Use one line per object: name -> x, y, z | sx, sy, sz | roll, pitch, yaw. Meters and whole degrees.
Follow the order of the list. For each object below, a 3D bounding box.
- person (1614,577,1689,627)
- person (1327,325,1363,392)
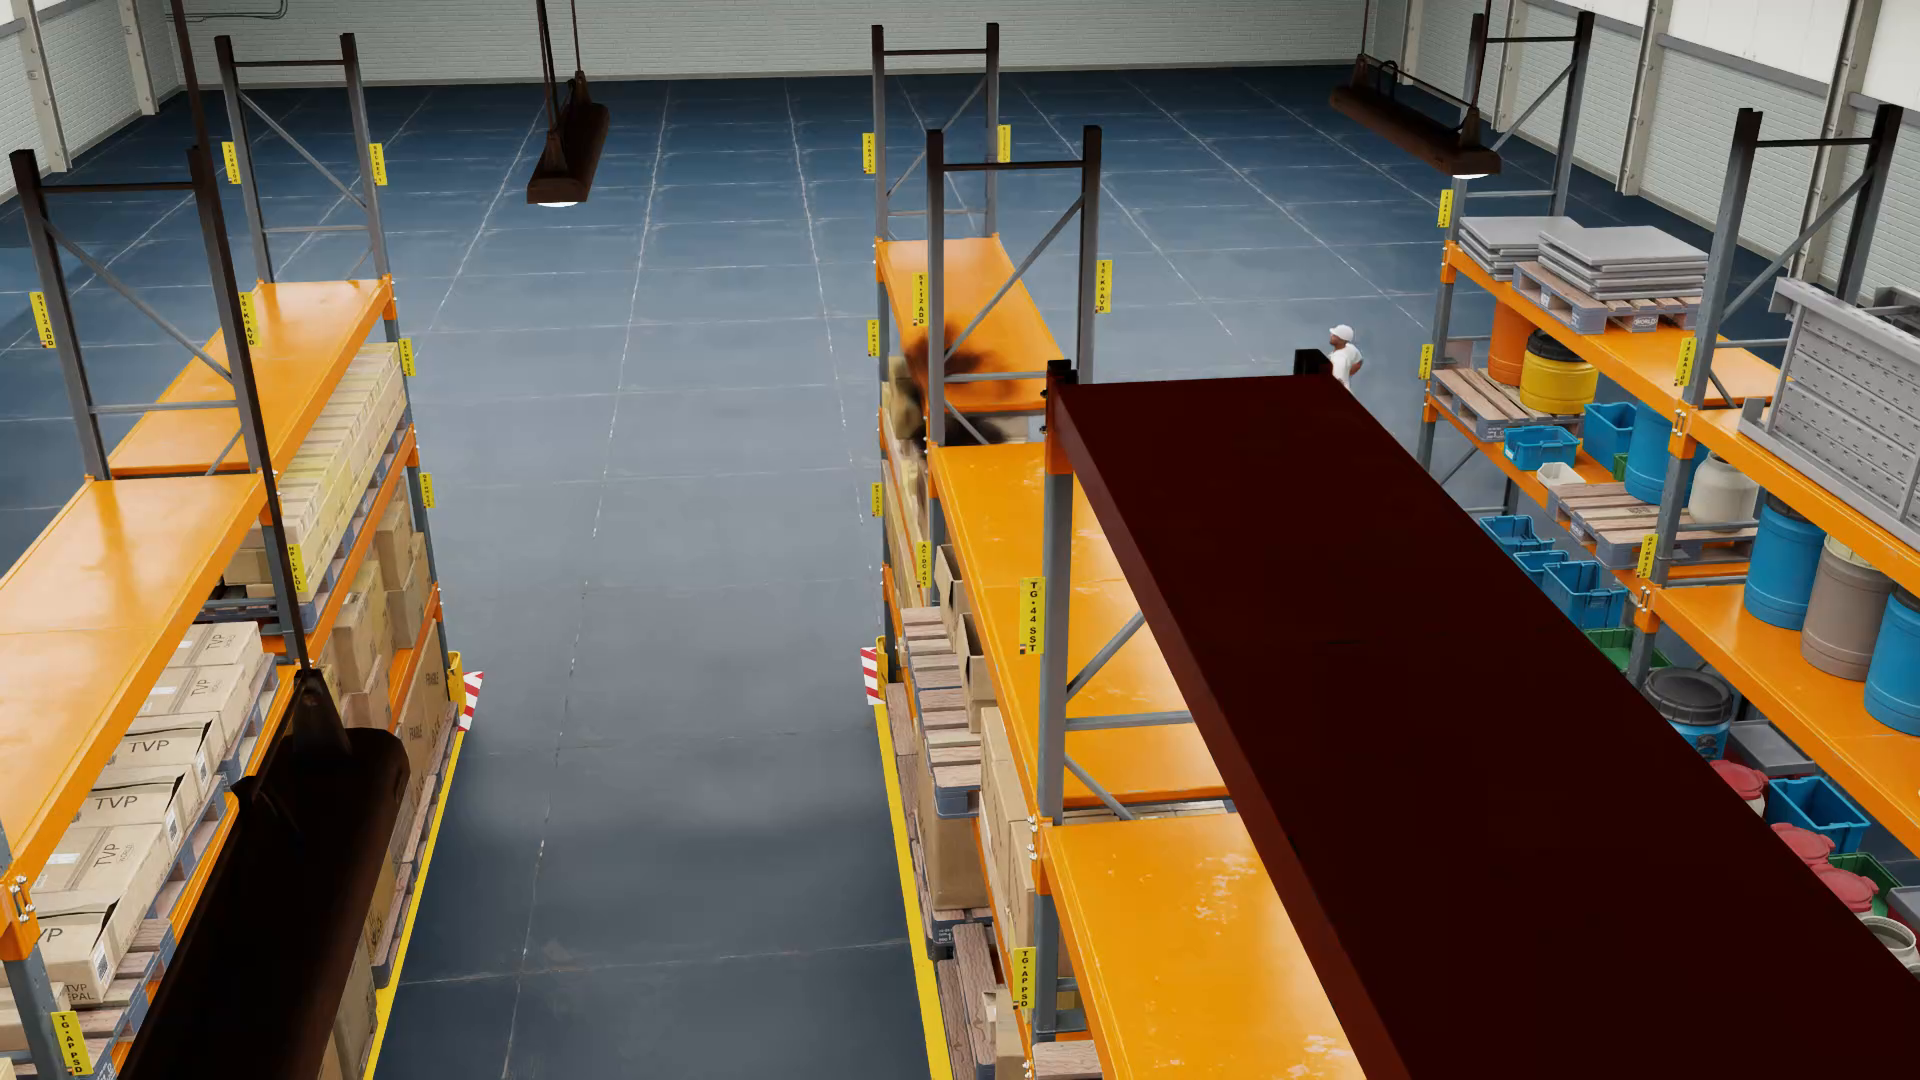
person -> 6.295, 0.584, 15.335 | 0.620, 1.711, 0.862 | -6, 26, -12
person -> 4.529, -1.732, 20.154 | 0.615, 1.829, 0.696 | 9, 27, 18
